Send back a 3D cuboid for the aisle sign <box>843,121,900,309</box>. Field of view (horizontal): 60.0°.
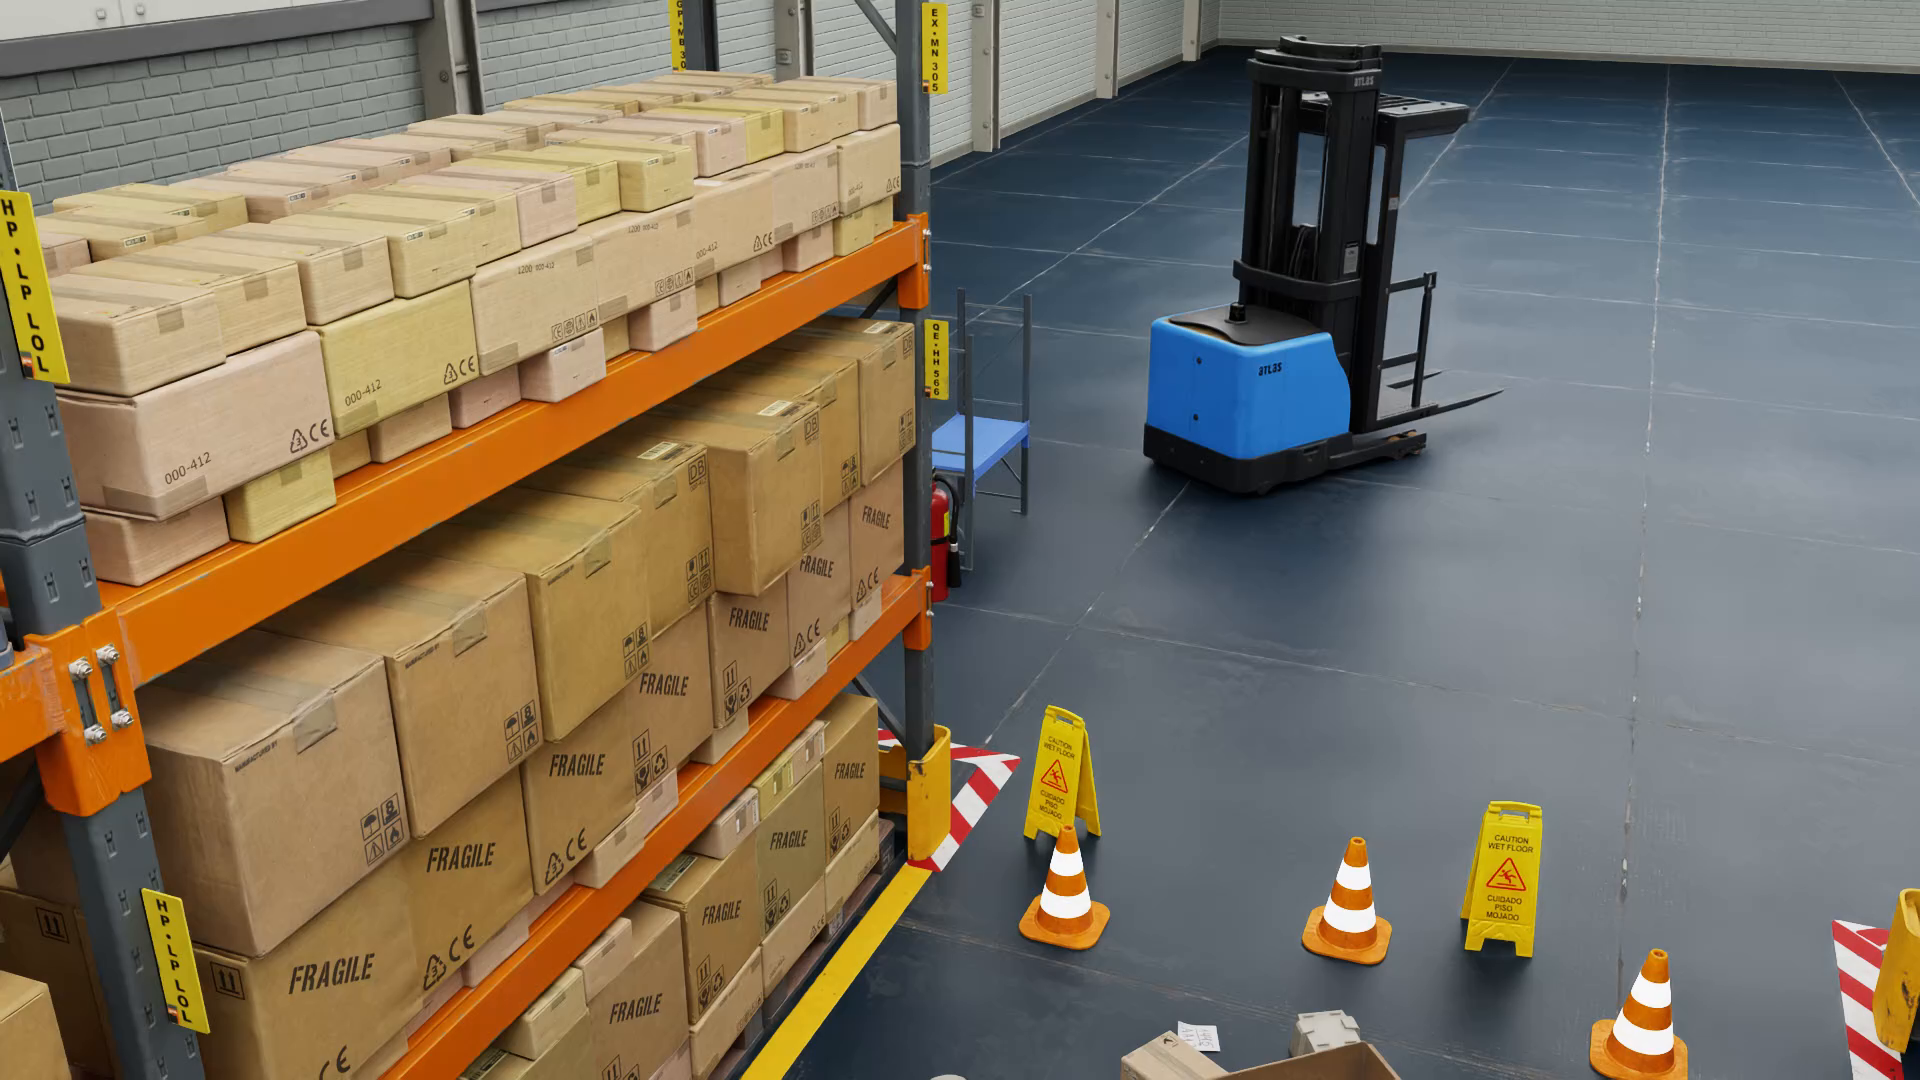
[{"bbox_3d":[-0.309,-1.310,6.621,0.394,0.787,0.004,9,24,20],"label":"aisle sign"}]

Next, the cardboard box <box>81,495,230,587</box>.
[{"bbox_3d":[-1.740,-0.044,3.397,0.380,0.149,0.250,8,24,19],"label":"cardboard box"}]

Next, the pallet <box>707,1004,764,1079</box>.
[{"bbox_3d":[-1.419,1.905,5.916,1.003,0.211,1.213,9,24,20],"label":"pallet"}]

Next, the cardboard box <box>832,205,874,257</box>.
[{"bbox_3d":[-0.536,-1.136,6.013,0.380,0.149,0.250,9,24,20],"label":"cardboard box"}]

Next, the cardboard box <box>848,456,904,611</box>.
[{"bbox_3d":[-0.547,-0.079,6.533,0.500,0.500,0.500,8,24,19],"label":"cardboard box"}]

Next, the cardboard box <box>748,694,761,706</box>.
[{"bbox_3d":[-0.941,0.514,5.954,0.380,0.149,0.250,9,24,21],"label":"cardboard box"}]

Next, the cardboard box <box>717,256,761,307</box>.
[{"bbox_3d":[-0.871,-0.869,5.373,0.380,0.149,0.250,9,24,20],"label":"cardboard box"}]

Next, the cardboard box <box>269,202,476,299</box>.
[{"bbox_3d":[-1.369,-0.681,3.888,0.380,0.149,0.250,9,24,20],"label":"cardboard box"}]

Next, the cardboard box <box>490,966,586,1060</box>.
[{"bbox_3d":[-1.326,1.339,4.862,0.380,0.149,0.250,10,25,22],"label":"cardboard box"}]

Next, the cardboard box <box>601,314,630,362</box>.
[{"bbox_3d":[-1.169,-0.595,4.718,0.380,0.149,0.250,9,24,20],"label":"cardboard box"}]

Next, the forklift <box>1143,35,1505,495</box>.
[{"bbox_3d":[2.826,-2.090,11.952,3.031,2.935,1.130,-15,27,-32],"label":"forklift"}]

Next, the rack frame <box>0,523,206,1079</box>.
[{"bbox_3d":[-2.087,1.302,3.742,1.000,3.000,0.127,9,24,20],"label":"rack frame"}]

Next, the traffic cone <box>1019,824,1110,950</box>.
[{"bbox_3d":[0.436,1.379,6.847,0.336,0.463,0.334,9,24,20],"label":"traffic cone"}]

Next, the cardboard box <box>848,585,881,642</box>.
[{"bbox_3d":[-0.533,0.257,6.568,0.380,0.149,0.250,8,24,19],"label":"cardboard box"}]

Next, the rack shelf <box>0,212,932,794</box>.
[{"bbox_3d":[-1.344,-0.466,5.016,1.077,0.370,4.000,9,24,20],"label":"rack shelf"}]

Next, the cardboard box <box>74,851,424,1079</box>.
[{"bbox_3d":[-1.665,1.001,3.947,0.500,0.500,0.500,9,24,20],"label":"cardboard box"}]

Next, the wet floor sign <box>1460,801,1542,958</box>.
[{"bbox_3d":[2.204,1.335,6.716,0.267,0.644,0.232,5,23,11],"label":"wet floor sign"}]

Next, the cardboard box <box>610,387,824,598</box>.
[{"bbox_3d":[-0.877,-0.183,5.484,0.700,0.500,0.500,8,24,19],"label":"cardboard box"}]

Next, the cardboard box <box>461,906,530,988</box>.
[{"bbox_3d":[-1.432,1.070,4.622,0.380,0.149,0.250,10,25,22],"label":"cardboard box"}]

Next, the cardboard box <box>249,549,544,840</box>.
[{"bbox_3d":[-1.513,0.351,4.205,0.700,0.500,0.500,9,24,20],"label":"cardboard box"}]

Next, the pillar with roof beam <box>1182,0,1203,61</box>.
[{"bbox_3d":[8.834,-13.606,31.649,9.100,9.000,0.400,9,24,20],"label":"pillar with roof beam"}]

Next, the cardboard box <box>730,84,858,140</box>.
[{"bbox_3d":[-0.585,-1.516,5.887,0.380,0.149,0.250,9,24,21],"label":"cardboard box"}]

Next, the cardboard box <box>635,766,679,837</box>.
[{"bbox_3d":[-1.121,0.800,5.268,0.380,0.149,0.250,9,24,20],"label":"cardboard box"}]

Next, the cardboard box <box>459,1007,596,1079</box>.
[{"bbox_3d":[-1.430,1.665,4.922,0.500,0.500,0.500,10,25,22],"label":"cardboard box"}]

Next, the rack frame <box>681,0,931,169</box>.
[{"bbox_3d":[-0.601,-2.898,6.012,1.000,3.000,0.127,9,24,20],"label":"rack frame"}]

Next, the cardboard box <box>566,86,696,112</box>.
[{"bbox_3d":[-1.152,-1.495,5.836,0.380,0.149,0.250,9,24,20],"label":"cardboard box"}]

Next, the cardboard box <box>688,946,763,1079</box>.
[{"bbox_3d":[-1.041,1.645,5.942,0.500,0.250,0.500,8,24,18],"label":"cardboard box"}]

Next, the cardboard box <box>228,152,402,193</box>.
[{"bbox_3d":[-1.753,-0.953,4.539,0.380,0.149,0.250,9,24,21],"label":"cardboard box"}]

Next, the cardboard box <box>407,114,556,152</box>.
[{"bbox_3d":[-1.490,-1.231,5.206,0.380,0.149,0.250,9,24,21],"label":"cardboard box"}]

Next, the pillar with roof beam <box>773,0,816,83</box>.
[{"bbox_3d":[2.148,-7.165,16.228,9.100,9.000,0.400,9,24,20],"label":"pillar with roof beam"}]

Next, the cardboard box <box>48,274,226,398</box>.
[{"bbox_3d":[-1.667,-0.400,3.216,0.380,0.149,0.250,8,24,19],"label":"cardboard box"}]

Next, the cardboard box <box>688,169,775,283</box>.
[{"bbox_3d":[-0.918,-0.994,5.155,0.500,0.250,0.500,9,24,22],"label":"cardboard box"}]

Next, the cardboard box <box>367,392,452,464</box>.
[{"bbox_3d":[-1.475,-0.317,4.051,0.380,0.149,0.250,10,25,22],"label":"cardboard box"}]

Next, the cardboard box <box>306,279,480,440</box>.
[{"bbox_3d":[-1.487,-0.455,3.863,0.500,0.250,0.500,9,24,20],"label":"cardboard box"}]

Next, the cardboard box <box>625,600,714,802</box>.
[{"bbox_3d":[-1.132,0.456,5.250,0.500,0.500,0.500,9,24,21],"label":"cardboard box"}]

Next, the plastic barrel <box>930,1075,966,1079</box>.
[{"bbox_3d":[0.037,2.015,5.377,0.421,0.421,0.512,-12,25,-26],"label":"plastic barrel"}]

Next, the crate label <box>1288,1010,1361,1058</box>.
[{"bbox_3d":[1.359,1.857,6.126,0.250,0.136,0.298,-3,23,-8],"label":"crate label"}]

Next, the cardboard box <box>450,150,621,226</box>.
[{"bbox_3d":[-1.167,-0.969,4.577,0.380,0.149,0.250,9,24,21],"label":"cardboard box"}]

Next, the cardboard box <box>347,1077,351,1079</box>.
[{"bbox_3d":[-1.672,1.351,3.950,0.380,0.149,0.250,9,24,20],"label":"cardboard box"}]

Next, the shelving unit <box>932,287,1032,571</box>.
[{"bbox_3d":[0.032,-0.723,10.534,0.538,1.500,1.048,9,24,20],"label":"shelving unit"}]

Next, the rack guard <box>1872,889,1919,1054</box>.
[{"bbox_3d":[4.041,1.688,6.061,1.175,0.500,0.348,9,24,20],"label":"rack guard"}]

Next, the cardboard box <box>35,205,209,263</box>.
[{"bbox_3d":[-1.967,-0.663,3.846,0.380,0.149,0.250,9,24,21],"label":"cardboard box"}]

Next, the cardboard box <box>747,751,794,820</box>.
[{"bbox_3d":[-0.827,0.855,6.021,0.380,0.149,0.250,9,24,21],"label":"cardboard box"}]

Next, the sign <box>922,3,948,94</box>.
[{"bbox_3d":[-0.094,-1.836,6.212,0.100,0.325,0.005,9,24,20],"label":"sign"}]

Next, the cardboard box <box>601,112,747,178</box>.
[{"bbox_3d":[-0.902,-1.252,5.255,0.380,0.149,0.250,9,24,20],"label":"cardboard box"}]

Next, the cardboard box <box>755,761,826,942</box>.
[{"bbox_3d":[-0.848,1.111,6.249,0.500,0.500,0.500,10,25,22],"label":"cardboard box"}]

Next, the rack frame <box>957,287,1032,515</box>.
[{"bbox_3d":[0.221,-0.904,10.970,0.500,1.500,0.032,9,24,20],"label":"rack frame"}]
